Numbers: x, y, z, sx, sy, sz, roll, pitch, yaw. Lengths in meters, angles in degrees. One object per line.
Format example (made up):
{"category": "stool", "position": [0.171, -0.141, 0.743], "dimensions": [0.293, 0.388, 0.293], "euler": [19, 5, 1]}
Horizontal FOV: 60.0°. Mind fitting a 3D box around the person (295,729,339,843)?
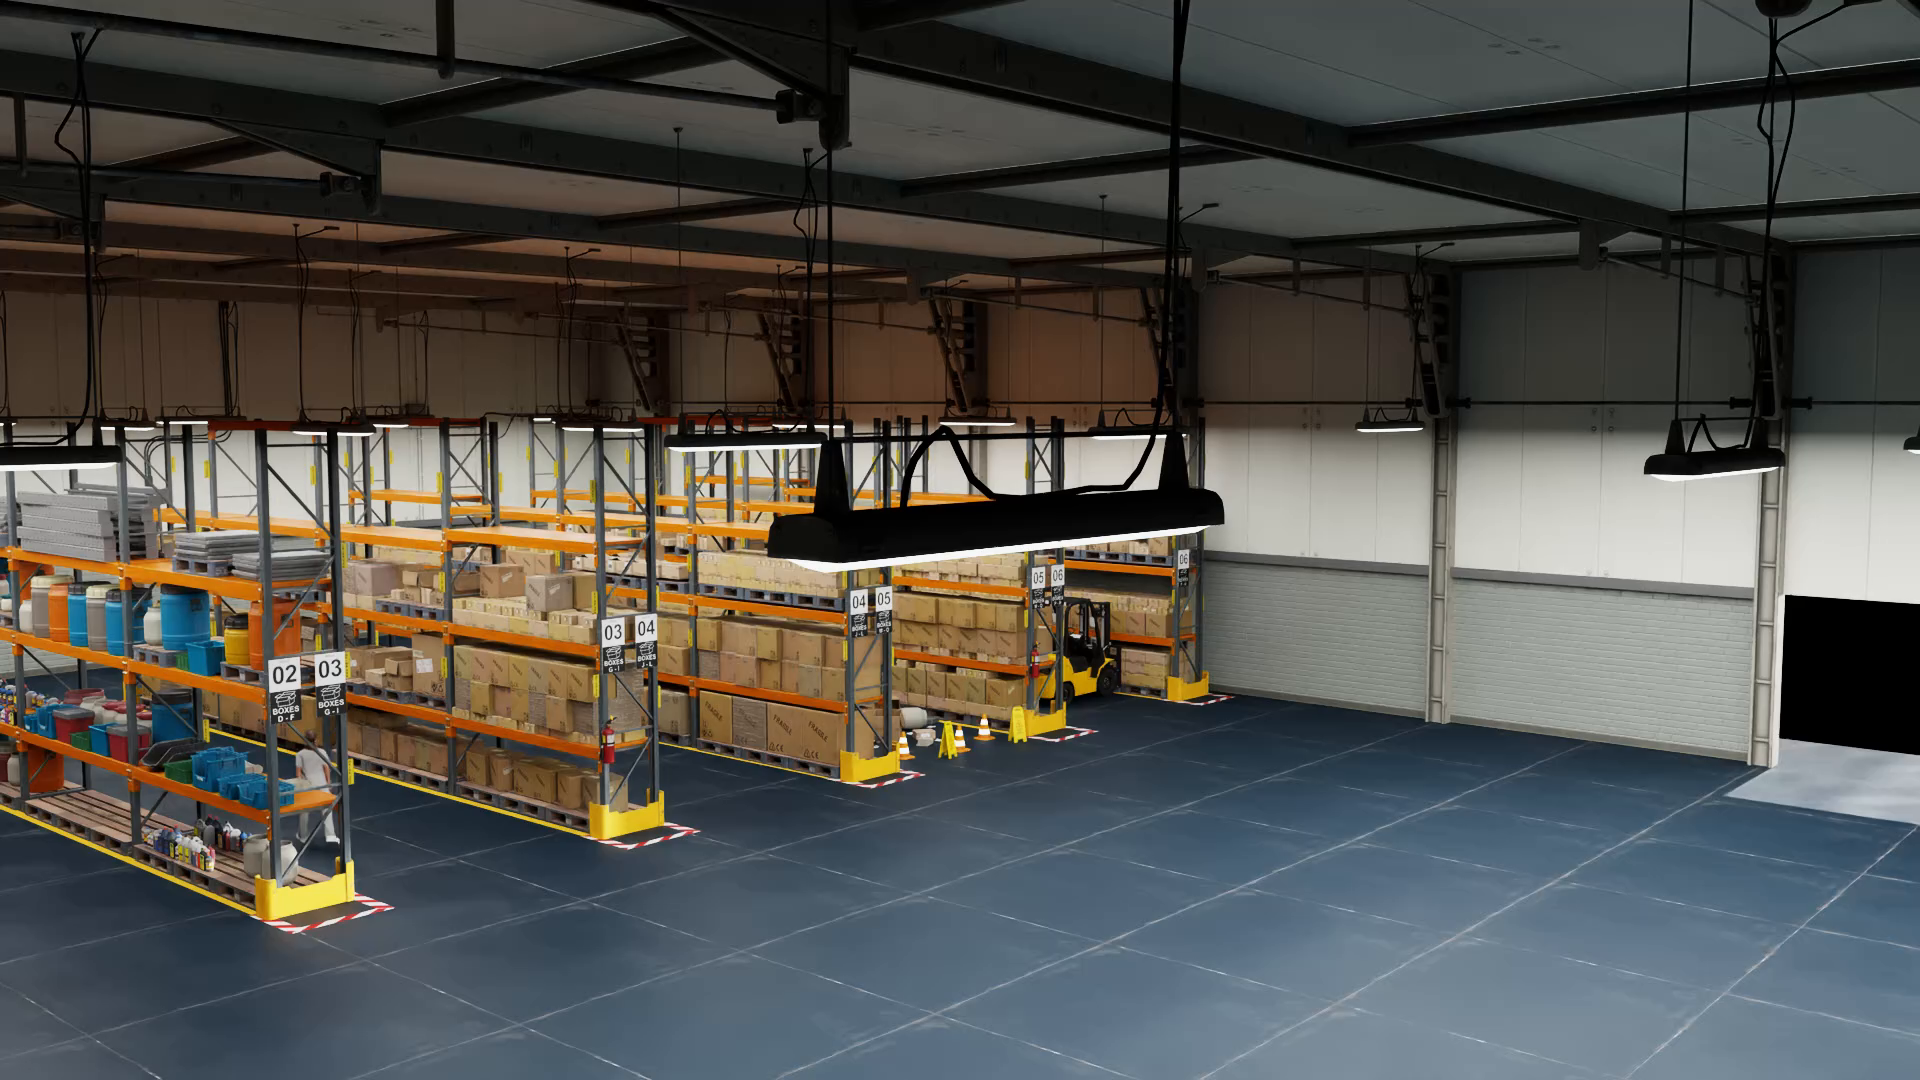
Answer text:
{"category": "person", "position": [-9.187, 3.533, 23.747], "dimensions": [0.538, 1.643, 0.929], "euler": [-3, 5, -30]}
